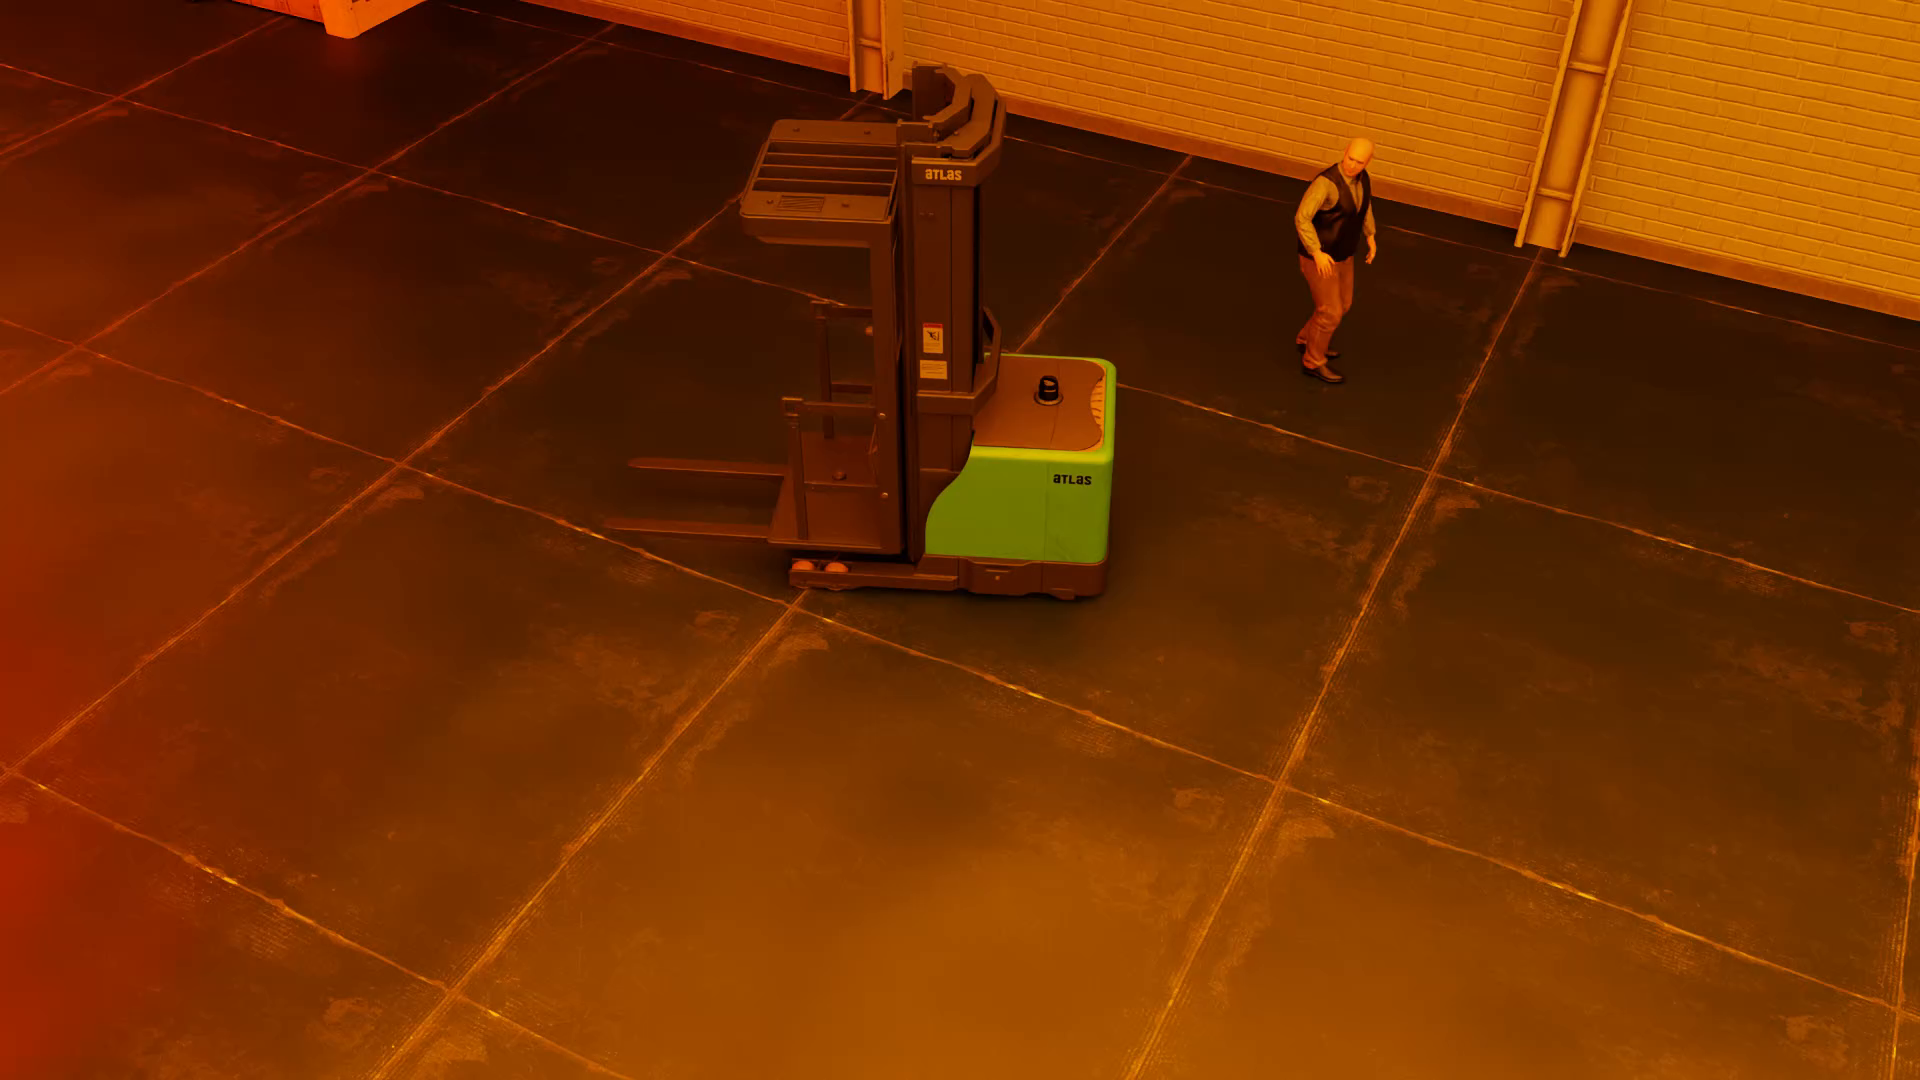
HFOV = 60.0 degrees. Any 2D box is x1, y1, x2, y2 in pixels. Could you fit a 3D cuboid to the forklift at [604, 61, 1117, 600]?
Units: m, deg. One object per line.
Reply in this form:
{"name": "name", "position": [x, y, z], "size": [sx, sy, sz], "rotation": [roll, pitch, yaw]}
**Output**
{"name": "forklift", "position": [-0.606, -1.157, 9.360], "size": [3.031, 2.935, 1.130], "rotation": [3, 40, 4]}

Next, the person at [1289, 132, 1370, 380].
{"name": "person", "position": [2.517, -1.934, 11.223], "size": [0.372, 1.725, 0.550], "rotation": [30, 49, 31]}
